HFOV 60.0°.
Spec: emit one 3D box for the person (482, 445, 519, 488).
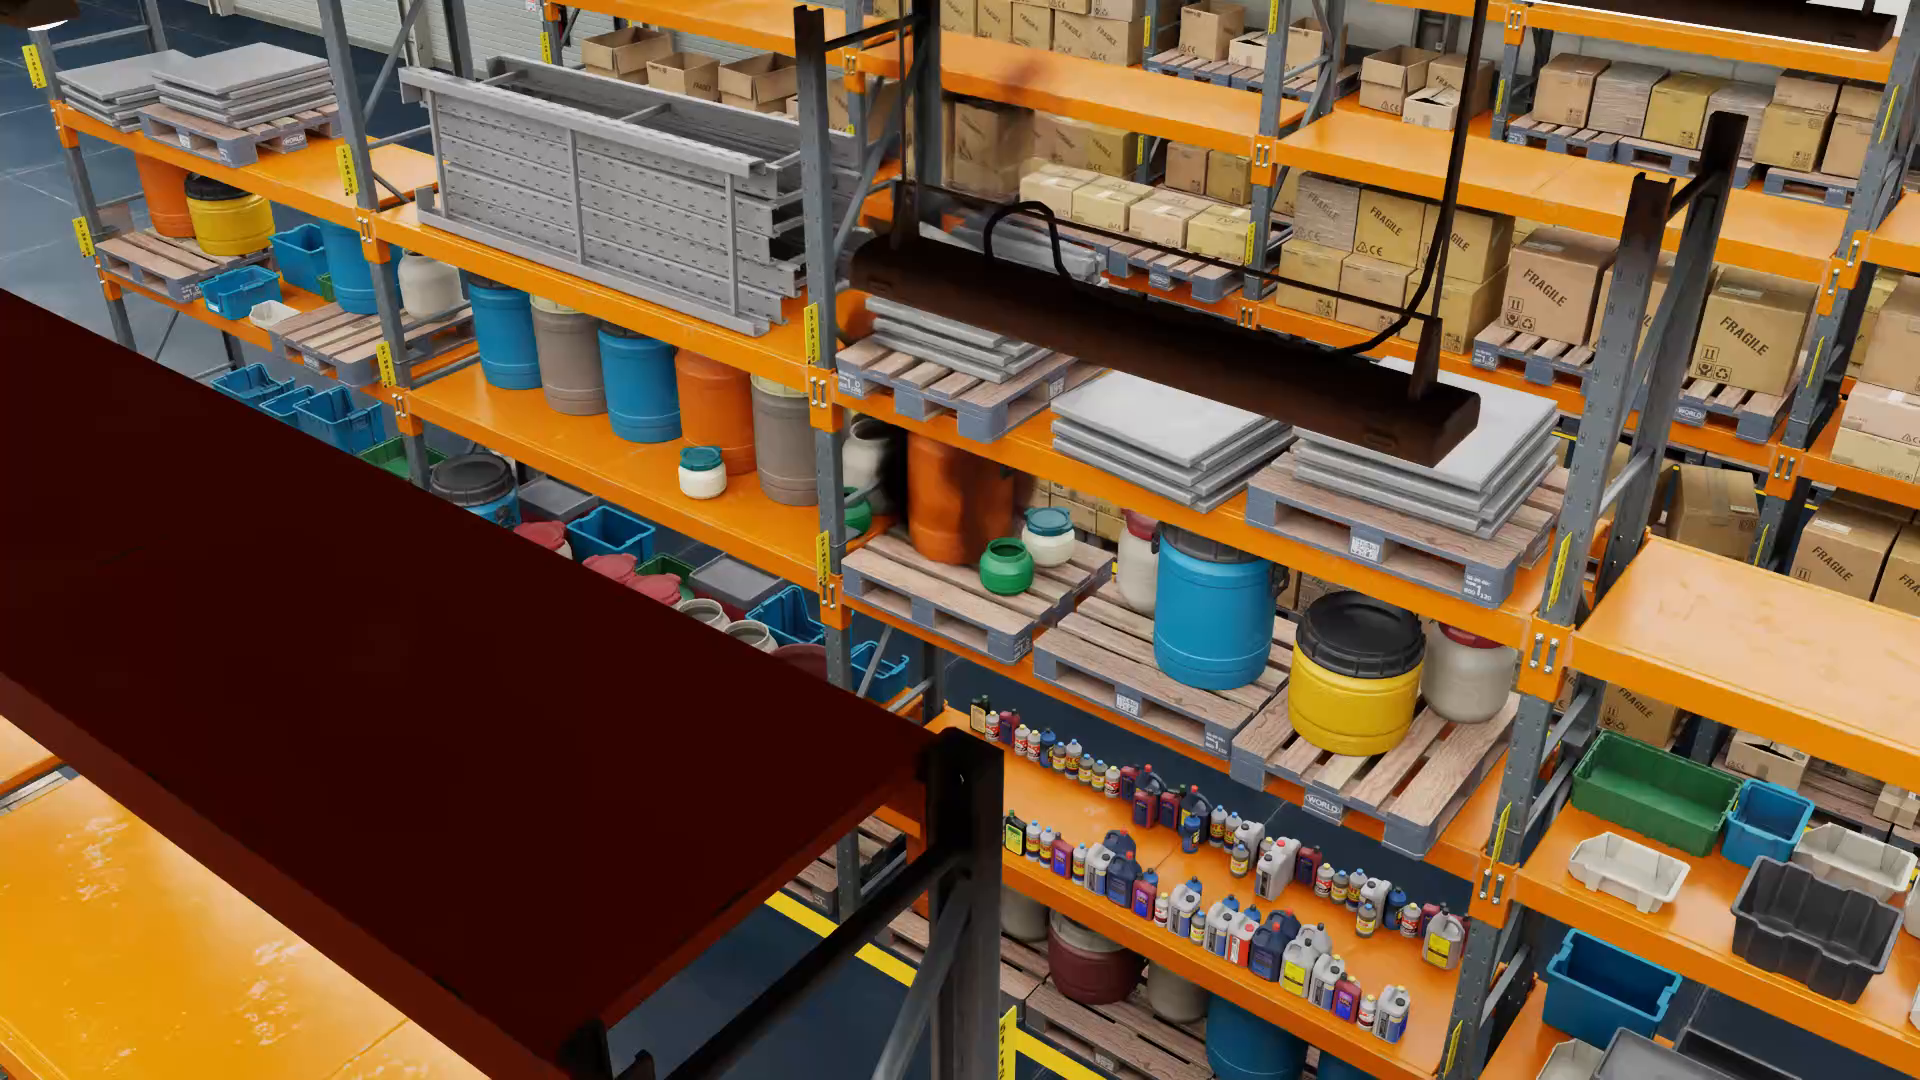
[{"bbox_3d":[-3.955,-0.653,14.776,0.747,1.682,0.615,18,36,27],"label":"person"}]
